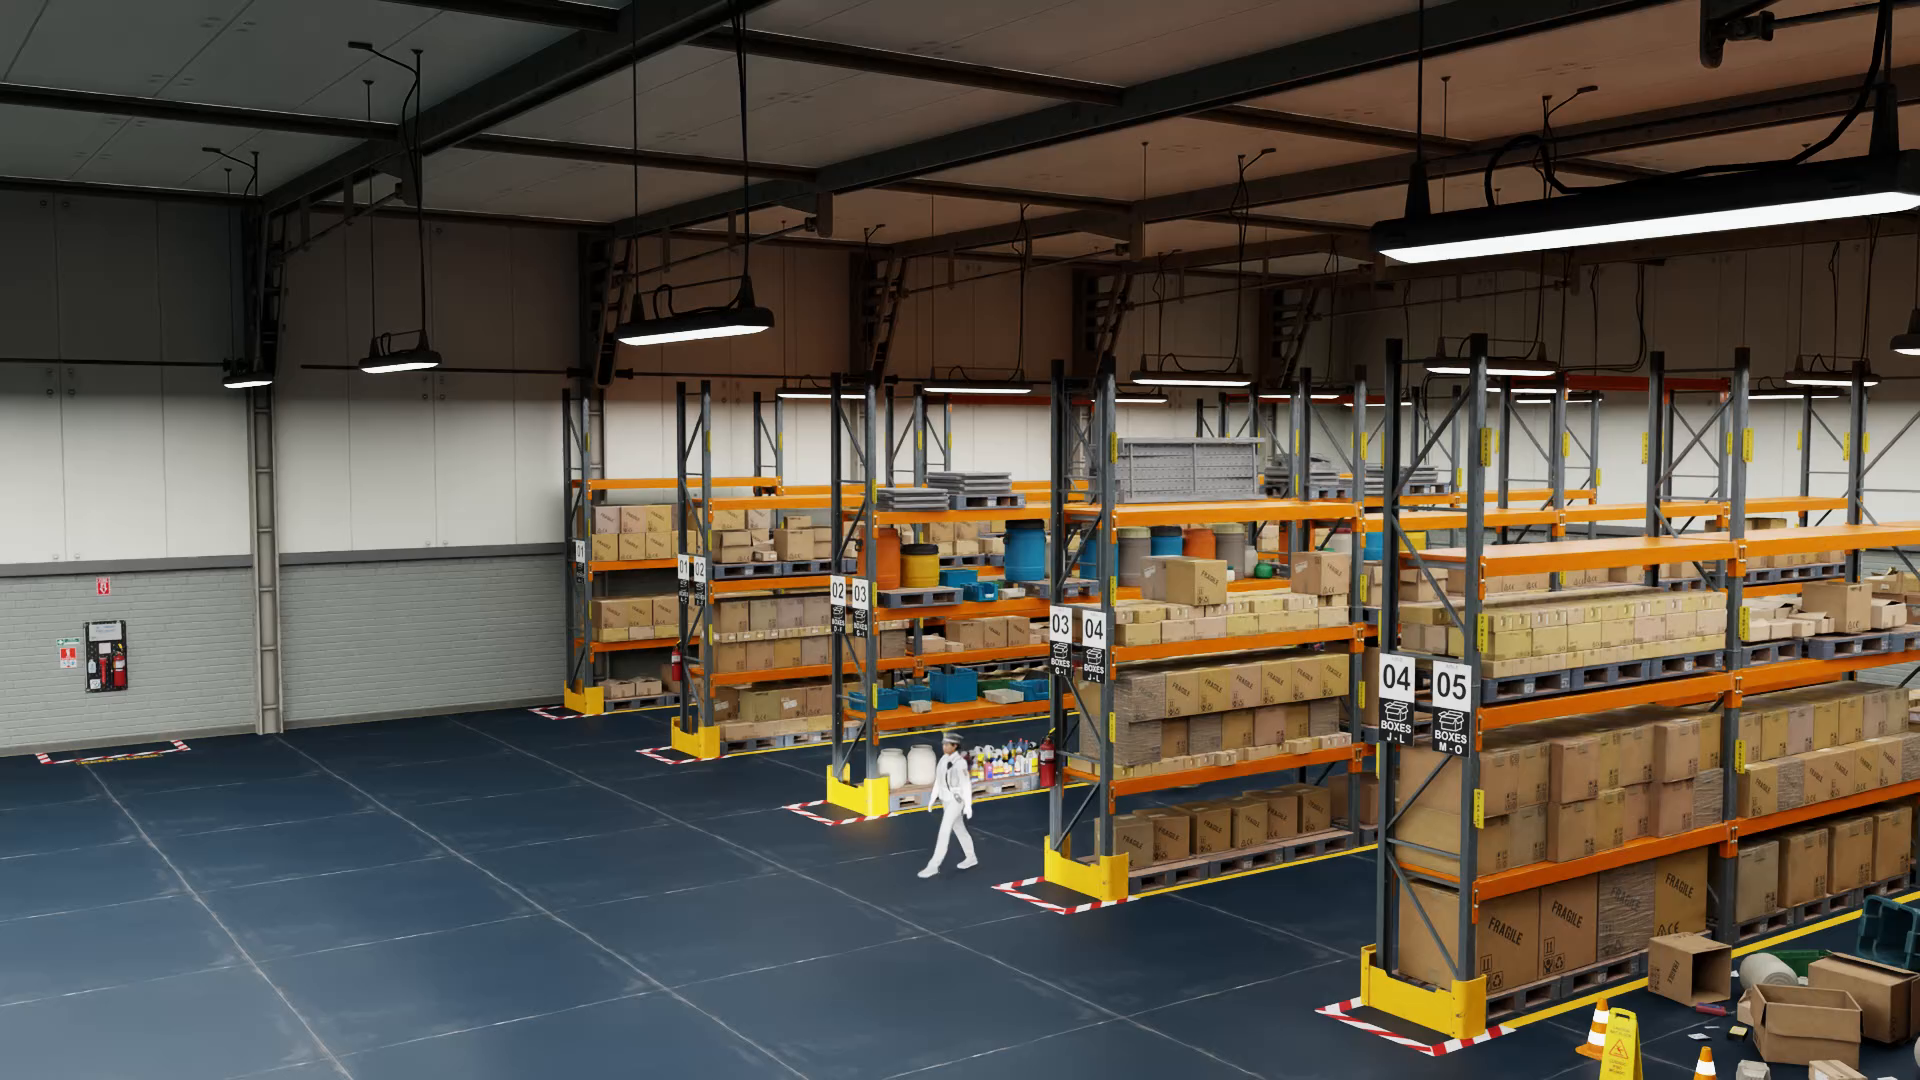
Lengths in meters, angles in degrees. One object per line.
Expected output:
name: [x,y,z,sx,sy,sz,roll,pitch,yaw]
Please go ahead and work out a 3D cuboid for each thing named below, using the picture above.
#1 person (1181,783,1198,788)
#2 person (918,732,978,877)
person: [3.280,2.785,24.131,0.509,1.674,0.512,-2,4,-29]
person: [-0.169,3.066,19.485,0.902,1.644,0.514,-2,4,-27]
